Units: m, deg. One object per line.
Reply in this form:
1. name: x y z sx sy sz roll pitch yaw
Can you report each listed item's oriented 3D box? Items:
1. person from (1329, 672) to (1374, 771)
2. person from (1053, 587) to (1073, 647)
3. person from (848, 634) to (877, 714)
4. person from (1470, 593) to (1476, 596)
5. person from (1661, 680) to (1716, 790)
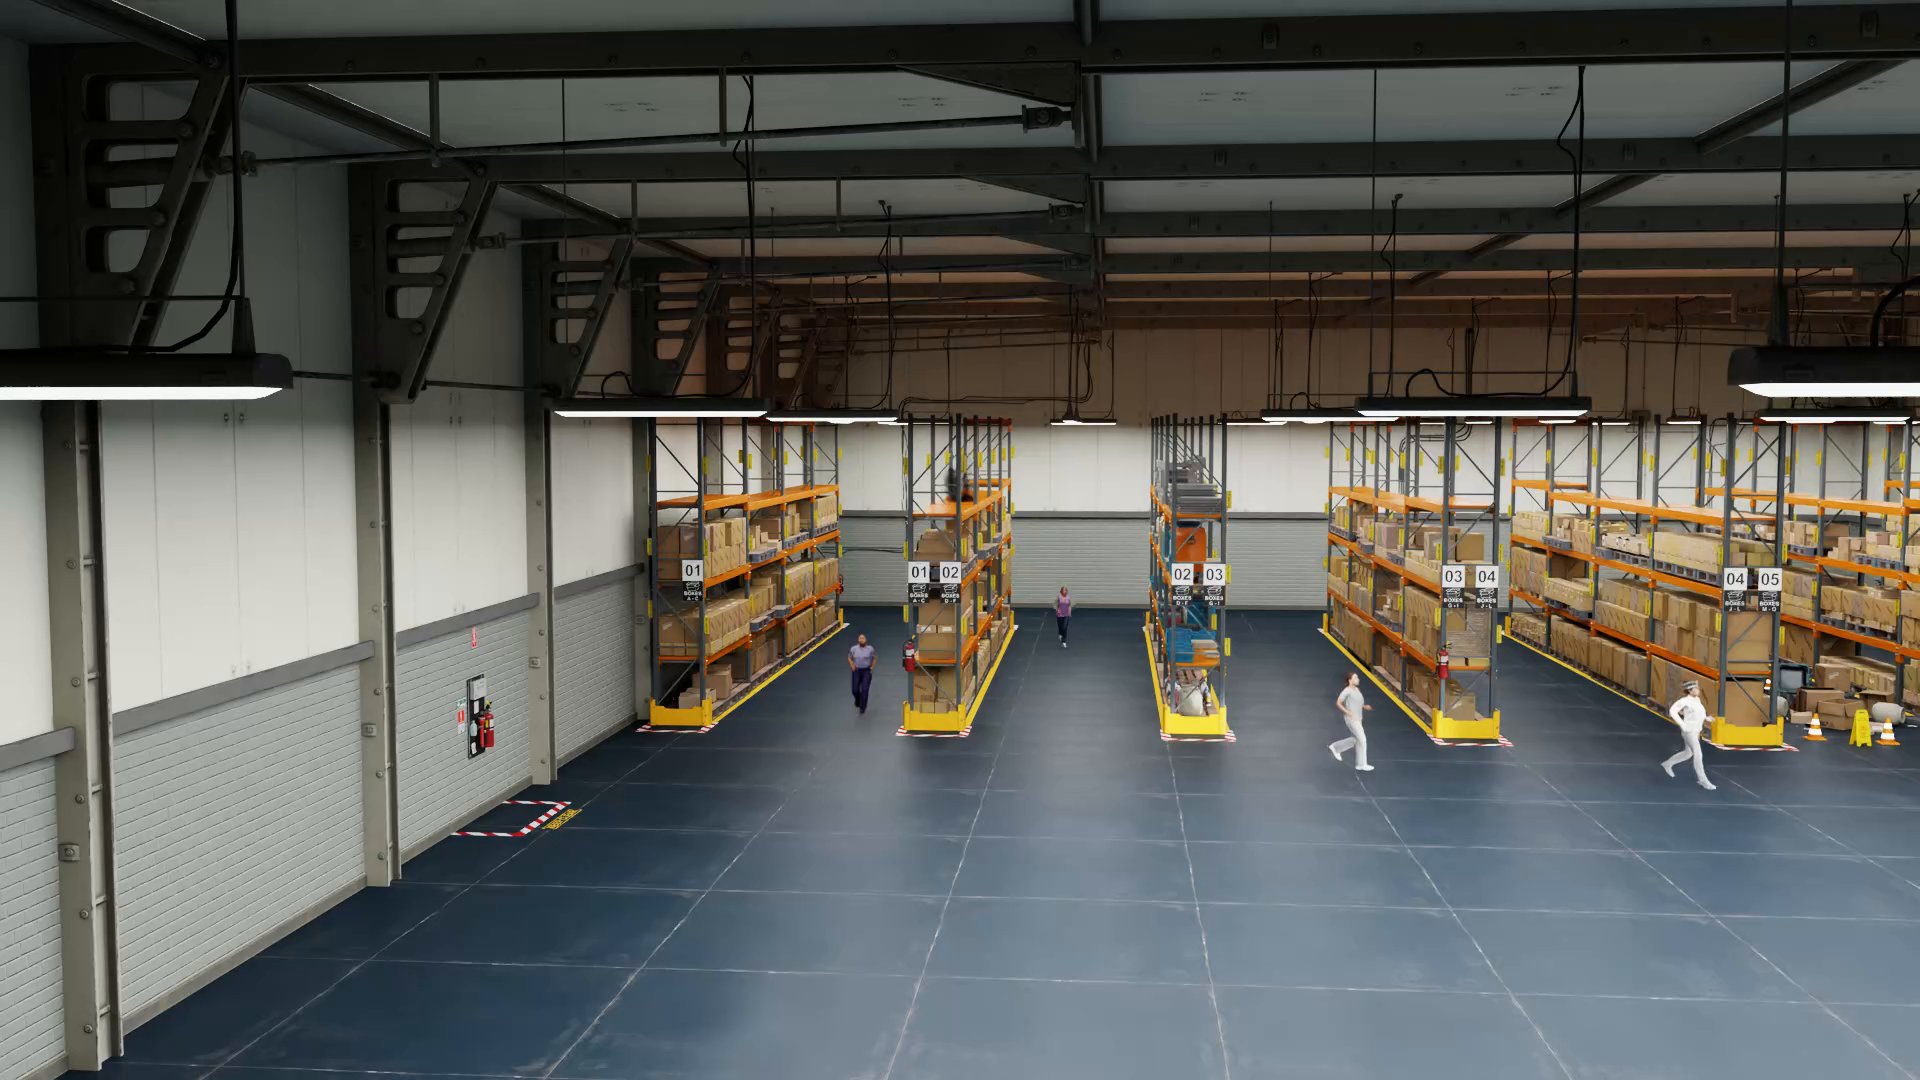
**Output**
1. person: 6.568 3.021 27.919 0.837 1.638 0.576 3 5 38
2. person: 2.701 2.055 43.714 0.535 1.492 0.608 0 4 -7
3. person: -1.960 2.678 33.440 0.593 1.589 0.561 0 4 0
4. person: 13.848 1.849 45.126 0.702 1.682 0.858 2 4 26
5. person: 11.693 3.080 26.607 0.615 1.708 0.891 -3 5 -42
